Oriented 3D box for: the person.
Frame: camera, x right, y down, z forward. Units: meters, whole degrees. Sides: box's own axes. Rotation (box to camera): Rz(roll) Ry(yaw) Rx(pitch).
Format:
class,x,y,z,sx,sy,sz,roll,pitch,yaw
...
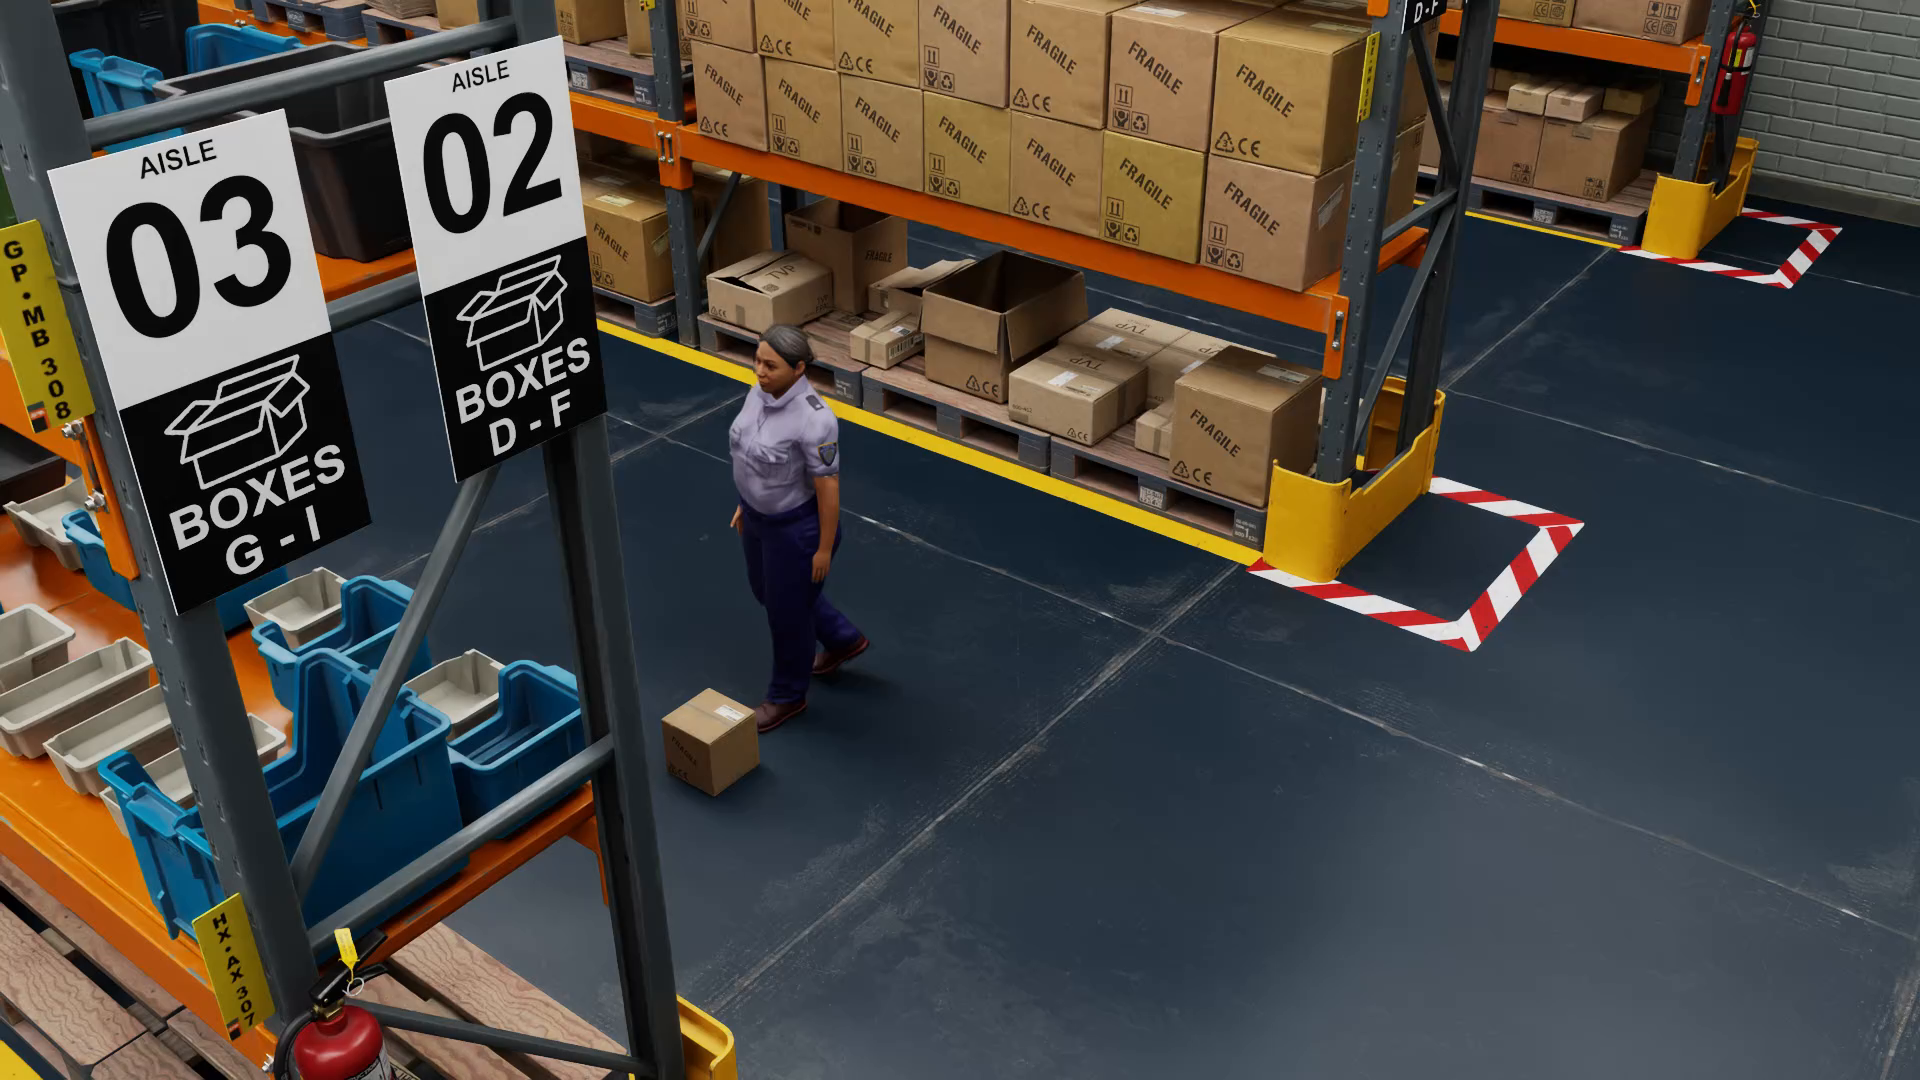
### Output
class,x,y,z,sx,sy,sz,roll,pitch,yaw
person,-0.616,-0.059,6.234,0.626,1.651,0.506,-18,35,-27
